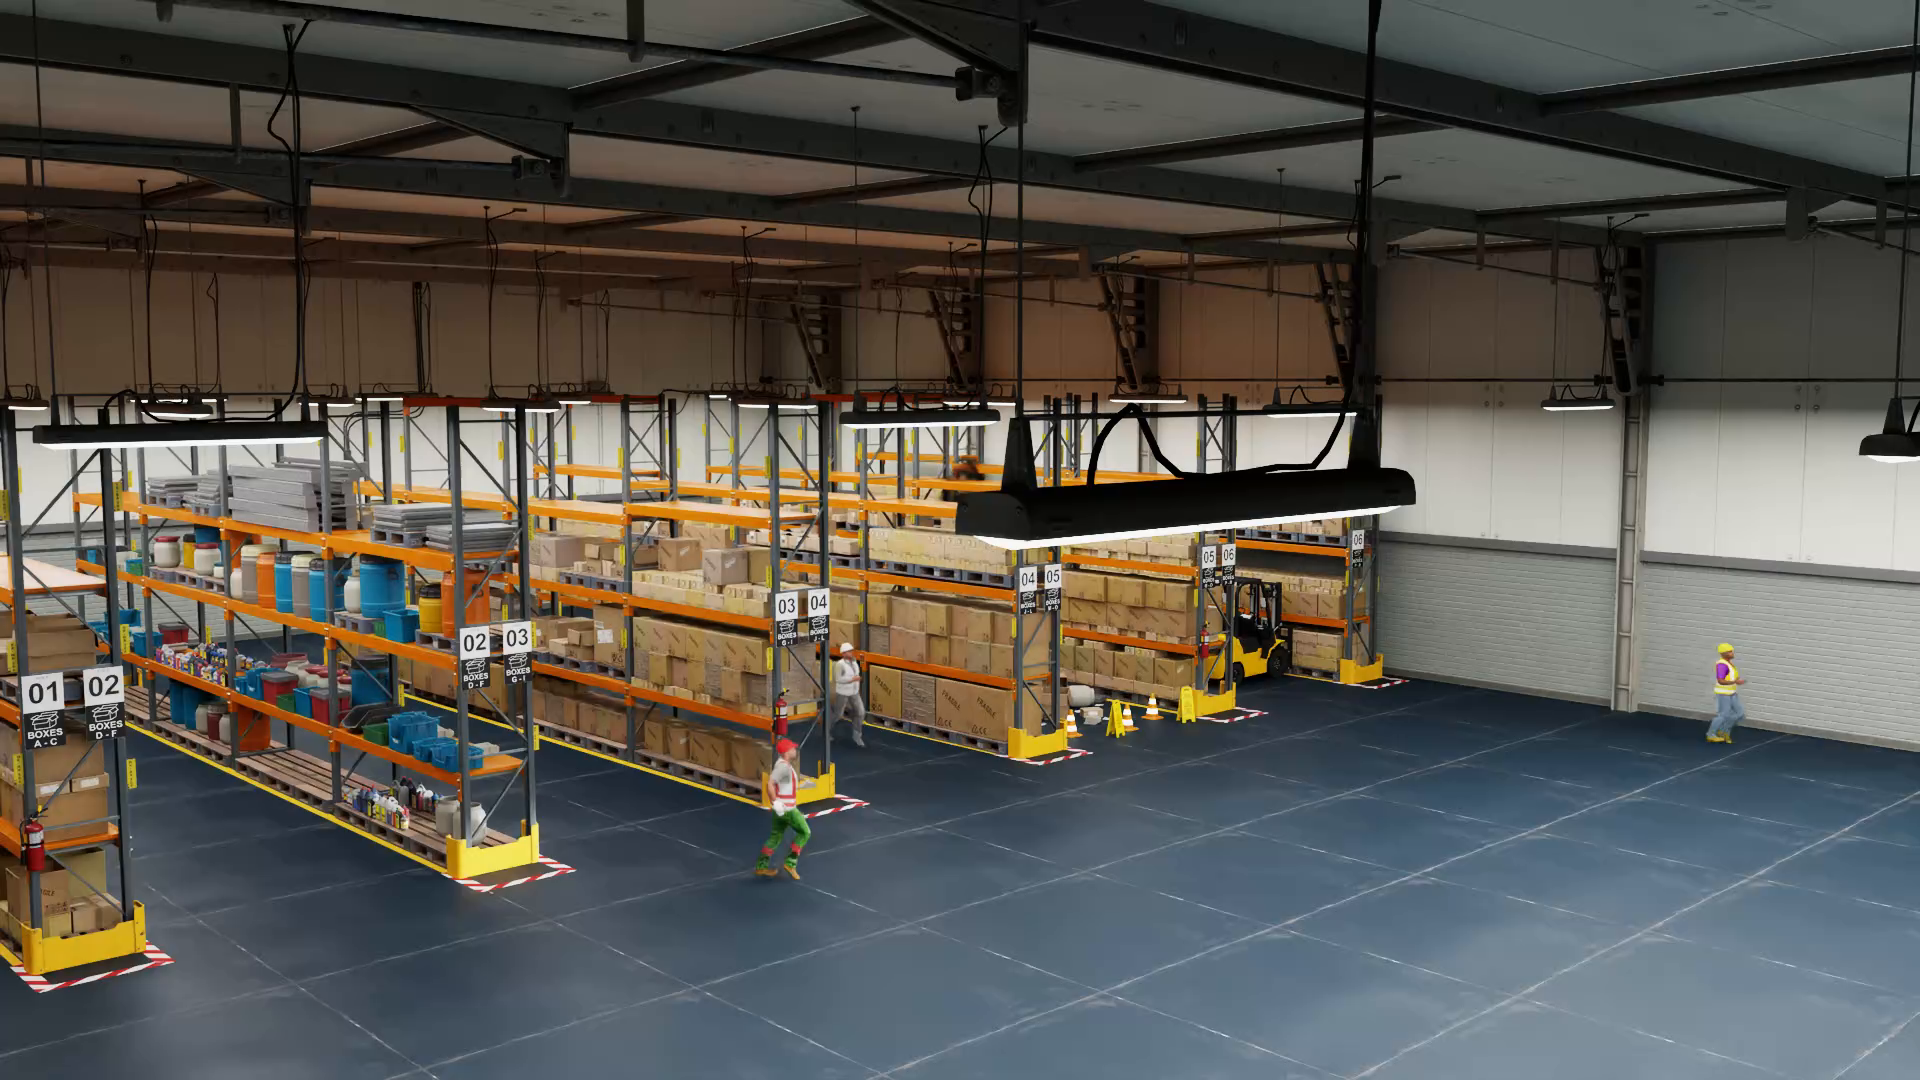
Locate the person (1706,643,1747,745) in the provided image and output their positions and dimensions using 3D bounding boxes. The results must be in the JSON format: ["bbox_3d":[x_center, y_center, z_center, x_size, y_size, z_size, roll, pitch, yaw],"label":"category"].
[{"bbox_3d":[13.314,2.679,28.803,0.661,1.783,0.676,5,7,41],"label":"person"}]

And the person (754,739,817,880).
[{"bbox_3d":[-2.193,3.411,21.026,0.822,1.812,0.643,-2,6,-16],"label":"person"}]

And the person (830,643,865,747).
[{"bbox_3d":[-1.981,2.670,28.803,0.902,1.822,0.663,5,7,42],"label":"person"}]
